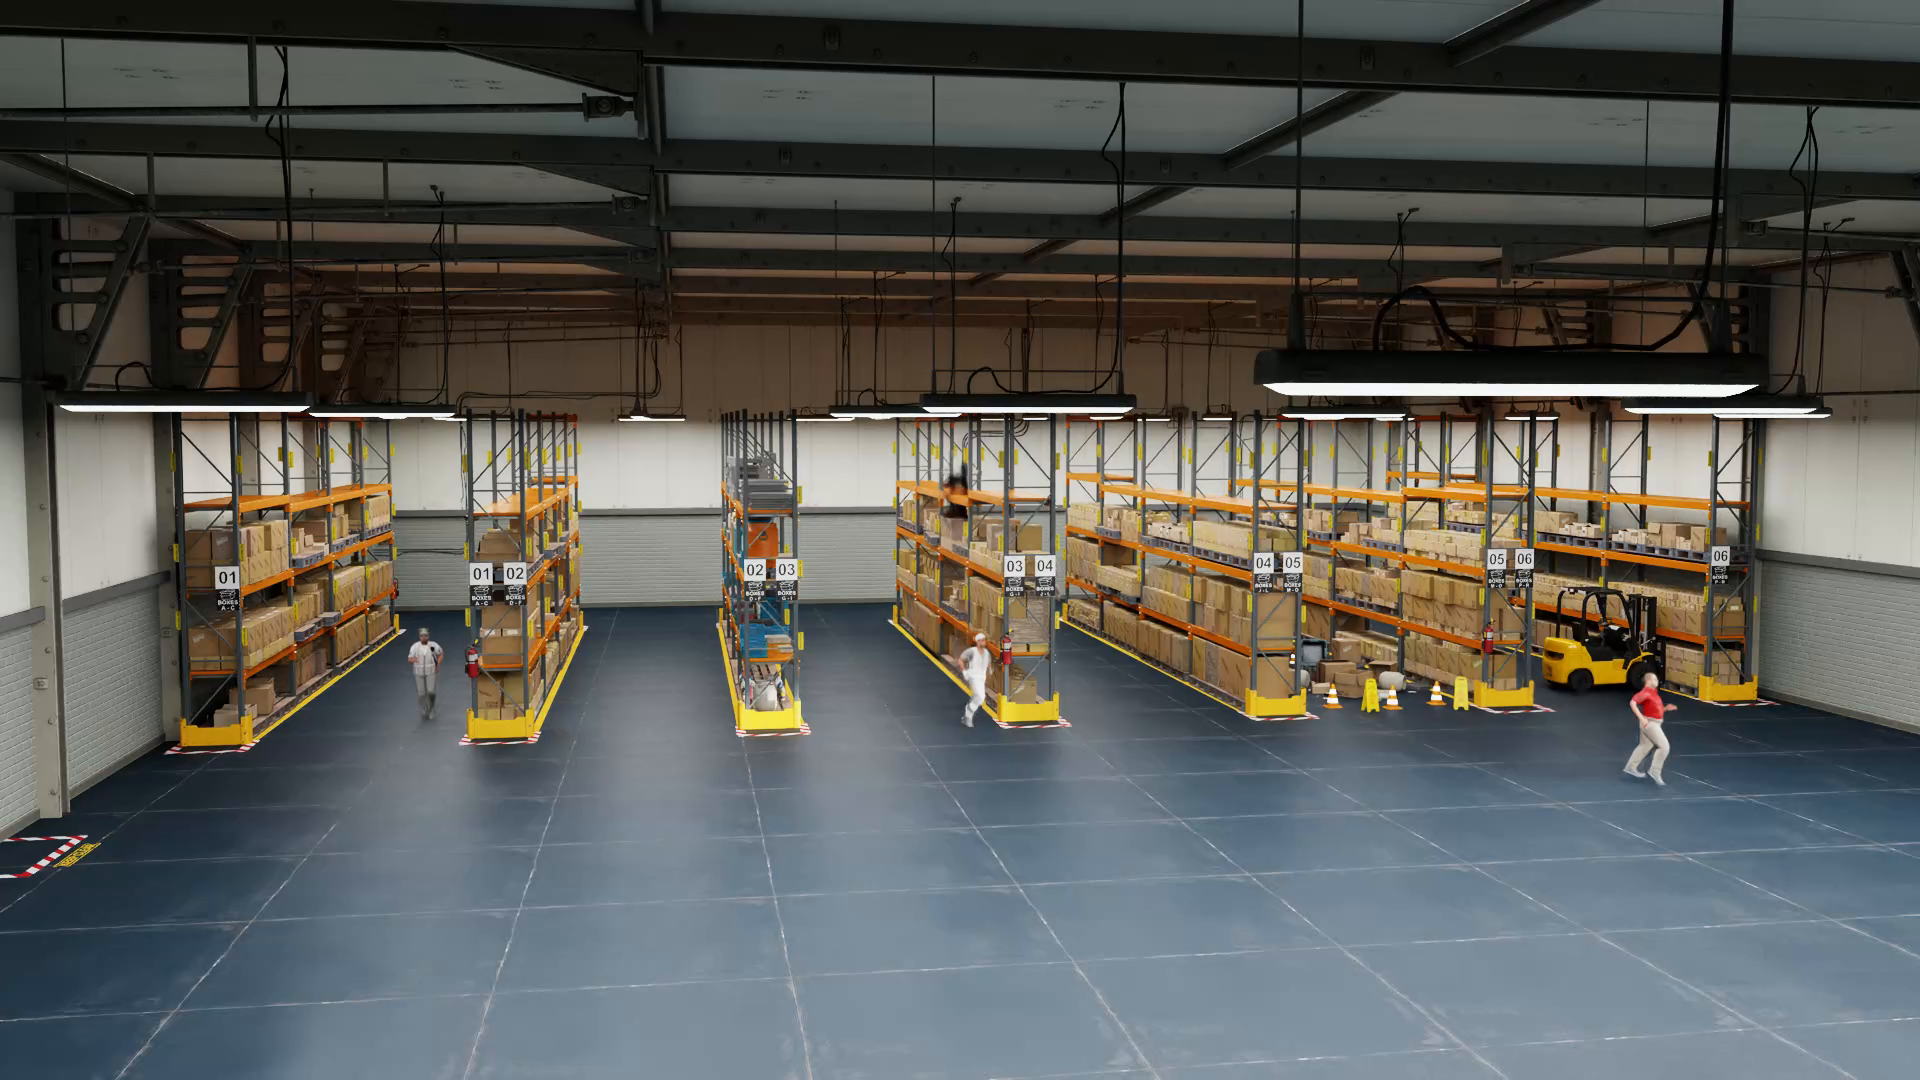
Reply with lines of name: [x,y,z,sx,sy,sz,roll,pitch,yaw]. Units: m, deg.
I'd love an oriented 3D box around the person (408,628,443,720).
person: [-10.354,2.605,32.213,0.643,1.810,0.676,-1,4,-13]

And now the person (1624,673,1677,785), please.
person: [11.037,3.020,26.583,0.768,1.798,0.631,2,4,25]

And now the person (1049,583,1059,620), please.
person: [2.342,1.704,45.361,0.706,1.751,0.649,0,4,-3]

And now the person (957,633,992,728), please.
person: [0.357,2.650,31.489,0.625,1.756,0.652,4,6,44]
